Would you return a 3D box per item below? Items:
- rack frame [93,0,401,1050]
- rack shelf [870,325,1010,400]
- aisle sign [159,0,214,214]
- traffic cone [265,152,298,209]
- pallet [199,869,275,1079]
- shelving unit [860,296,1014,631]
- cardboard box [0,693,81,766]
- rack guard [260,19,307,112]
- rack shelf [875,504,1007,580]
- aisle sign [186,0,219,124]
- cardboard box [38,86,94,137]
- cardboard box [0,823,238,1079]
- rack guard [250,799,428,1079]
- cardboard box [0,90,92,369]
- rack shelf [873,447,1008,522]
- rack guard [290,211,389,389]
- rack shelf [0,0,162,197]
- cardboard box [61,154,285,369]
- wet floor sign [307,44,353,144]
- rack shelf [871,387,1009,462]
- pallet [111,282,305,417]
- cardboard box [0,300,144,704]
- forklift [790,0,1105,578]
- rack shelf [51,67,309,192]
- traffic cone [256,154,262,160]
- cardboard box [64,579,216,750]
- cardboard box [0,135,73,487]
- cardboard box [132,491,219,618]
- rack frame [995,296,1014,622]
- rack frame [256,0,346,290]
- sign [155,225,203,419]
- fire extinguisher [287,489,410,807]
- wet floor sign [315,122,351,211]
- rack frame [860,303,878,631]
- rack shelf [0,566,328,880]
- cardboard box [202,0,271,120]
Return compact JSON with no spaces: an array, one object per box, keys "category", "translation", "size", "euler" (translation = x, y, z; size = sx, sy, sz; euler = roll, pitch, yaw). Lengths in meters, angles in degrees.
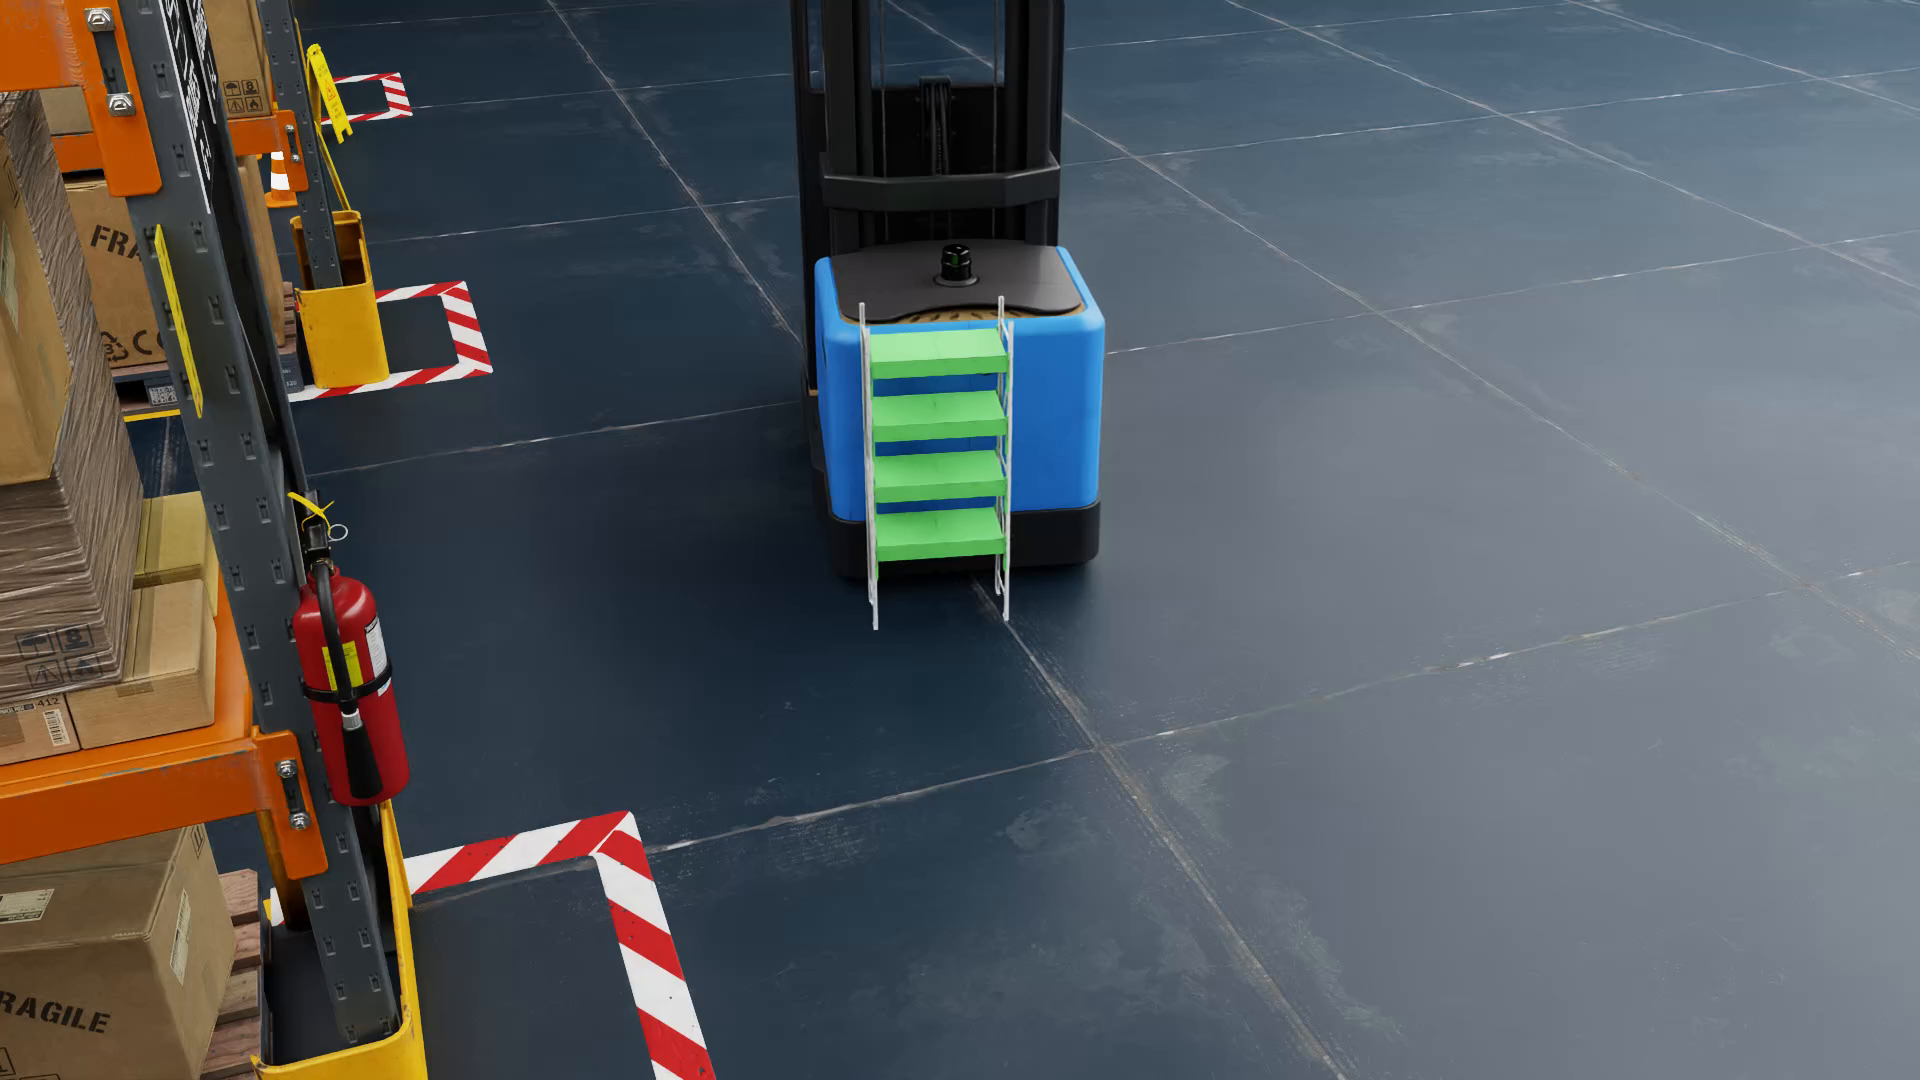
[{"category":"rack frame","translation":[-1.533,0.002,3.717],"size":[0.127,3.000,1.000],"euler":[-10,31,-18]},{"category":"rack shelf","translation":[-0.083,-0.620,5.785],"size":[0.480,0.148,0.258],"euler":[-4,30,-7]},{"category":"aisle sign","translation":[-1.370,-0.999,2.848],"size":[0.004,0.787,0.394],"euler":[-10,31,-18]},{"category":"traffic cone","translation":[-4.236,-2.365,10.433],"size":[0.334,0.463,0.336],"euler":[-10,31,-18]},{"category":"pallet","translation":[-2.378,1.350,4.167],"size":[1.213,0.211,1.003],"euler":[-10,31,-18]},{"category":"shelving unit","translation":[-0.083,-0.258,5.991],"size":[0.503,1.200,0.258],"euler":[-4,30,-7]},{"category":"cardboard box","translation":[-1.962,0.299,3.449],"size":[0.250,0.149,0.380],"euler":[-10,31,-18]},{"category":"rack guard","translation":[-5.059,-3.497,12.383],"size":[0.348,0.500,1.175],"euler":[-10,31,-18]},{"category":"rack shelf","translation":[-0.083,0.006,6.142],"size":[0.480,0.148,0.258],"euler":[-4,30,-7]},{"category":"aisle sign","translation":[-1.579,-1.278,3.336],"size":[0.004,0.787,0.394],"euler":[-10,31,-18]},{"category":"cardboard box","translation":[-4.007,-2.192,7.416],"size":[0.550,0.550,0.875],"euler":[-10,31,-18]},{"category":"cardboard box","translation":[-2.124,1.005,4.056],"size":[0.500,0.500,0.500],"euler":[-5,30,-8]},{"category":"rack guard","translation":[-1.604,1.101,4.313],"size":[0.348,0.500,1.175],"euler":[-10,31,-18]},{"category":"cardboard box","translation":[-2.143,-0.637,3.426],"size":[0.500,0.500,0.500],"euler":[-10,31,-18]},{"category":"rack shelf","translation":[-0.083,-0.203,6.023],"size":[0.480,0.148,0.258],"euler":[-4,30,-7]},{"category":"rack guard","translation":[-3.145,-1.235,8.413],"size":[0.348,0.500,1.175],"euler":[-10,31,-18]},{"category":"rack shelf","translation":[-3.407,-0.644,2.546],"size":[4.000,0.370,1.077],"euler":[-10,31,-18]},{"category":"cardboard box","translation":[-3.780,-1.428,7.949],"size":[0.875,0.875,0.875],"euler":[-10,31,-17]},{"category":"wet floor sign","translation":[-4.437,-3.109,11.556],"size":[0.232,0.644,0.267],"euler":[0,30,0]},{"category":"rack shelf","translation":[-0.083,-0.411,5.904],"size":[0.480,0.148,0.258],"euler":[-4,30,-7]},{"category":"pallet","translation":[-3.890,-0.931,8.171],"size":[1.213,0.211,1.003],"euler":[-10,31,-18]},{"category":"cardboard box","translation":[-2.058,-0.089,3.474],"size":[0.500,0.500,0.875],"euler":[-10,31,-18]},{"category":"forklift","translation":[-0.160,-1.836,7.012],"size":[1.130,2.935,3.031],"euler":[-4,30,-7]},{"category":"rack shelf","translation":[-5.042,-1.659,7.359],"size":[4.000,0.370,1.077],"euler":[-10,31,-18]},{"category":"traffic cone","translation":[-4.941,-2.821,11.234],"size":[0.334,0.463,0.336],"euler":[-10,31,-18]},{"category":"cardboard box","translation":[-1.728,0.256,3.525],"size":[0.250,0.149,0.380],"euler":[-10,31,-18]},{"category":"cardboard box","translation":[-1.962,-0.396,3.003],"size":[0.500,0.500,0.500],"euler":[-10,31,-18]},{"category":"cardboard box","translation":[-1.883,0.049,3.887],"size":[0.250,0.149,0.380],"euler":[-10,31,-18]},{"category":"rack frame","translation":[0.158,-0.274,6.019],"size":[0.015,1.200,0.240],"euler":[-4,30,-7]},{"category":"rack frame","translation":[-3.167,-2.317,7.787],"size":[0.127,3.000,1.000],"euler":[-10,31,-18]},{"category":"sign","translation":[-1.358,-0.378,2.894],"size":[0.005,0.325,0.100],"euler":[-10,31,-18]},{"category":"fire extinguisher","translation":[-1.265,0.229,3.395],"size":[0.183,0.674,0.296],"euler":[-10,31,-18]},{"category":"wet floor sign","translation":[-3.831,-2.218,9.991],"size":[0.232,0.644,0.267],"euler":[-16,33,-26]},{"category":"rack frame","translation":[-0.325,-0.243,5.964],"size":[0.015,1.200,0.240],"euler":[-4,30,-7]},{"category":"rack shelf","translation":[-3.407,0.660,3.289],"size":[4.000,0.370,1.077],"euler":[-10,31,-18]},{"category":"cardboard box","translation":[-3.499,-2.297,7.600],"size":[0.550,0.550,0.875],"euler":[-10,31,-18]}]
